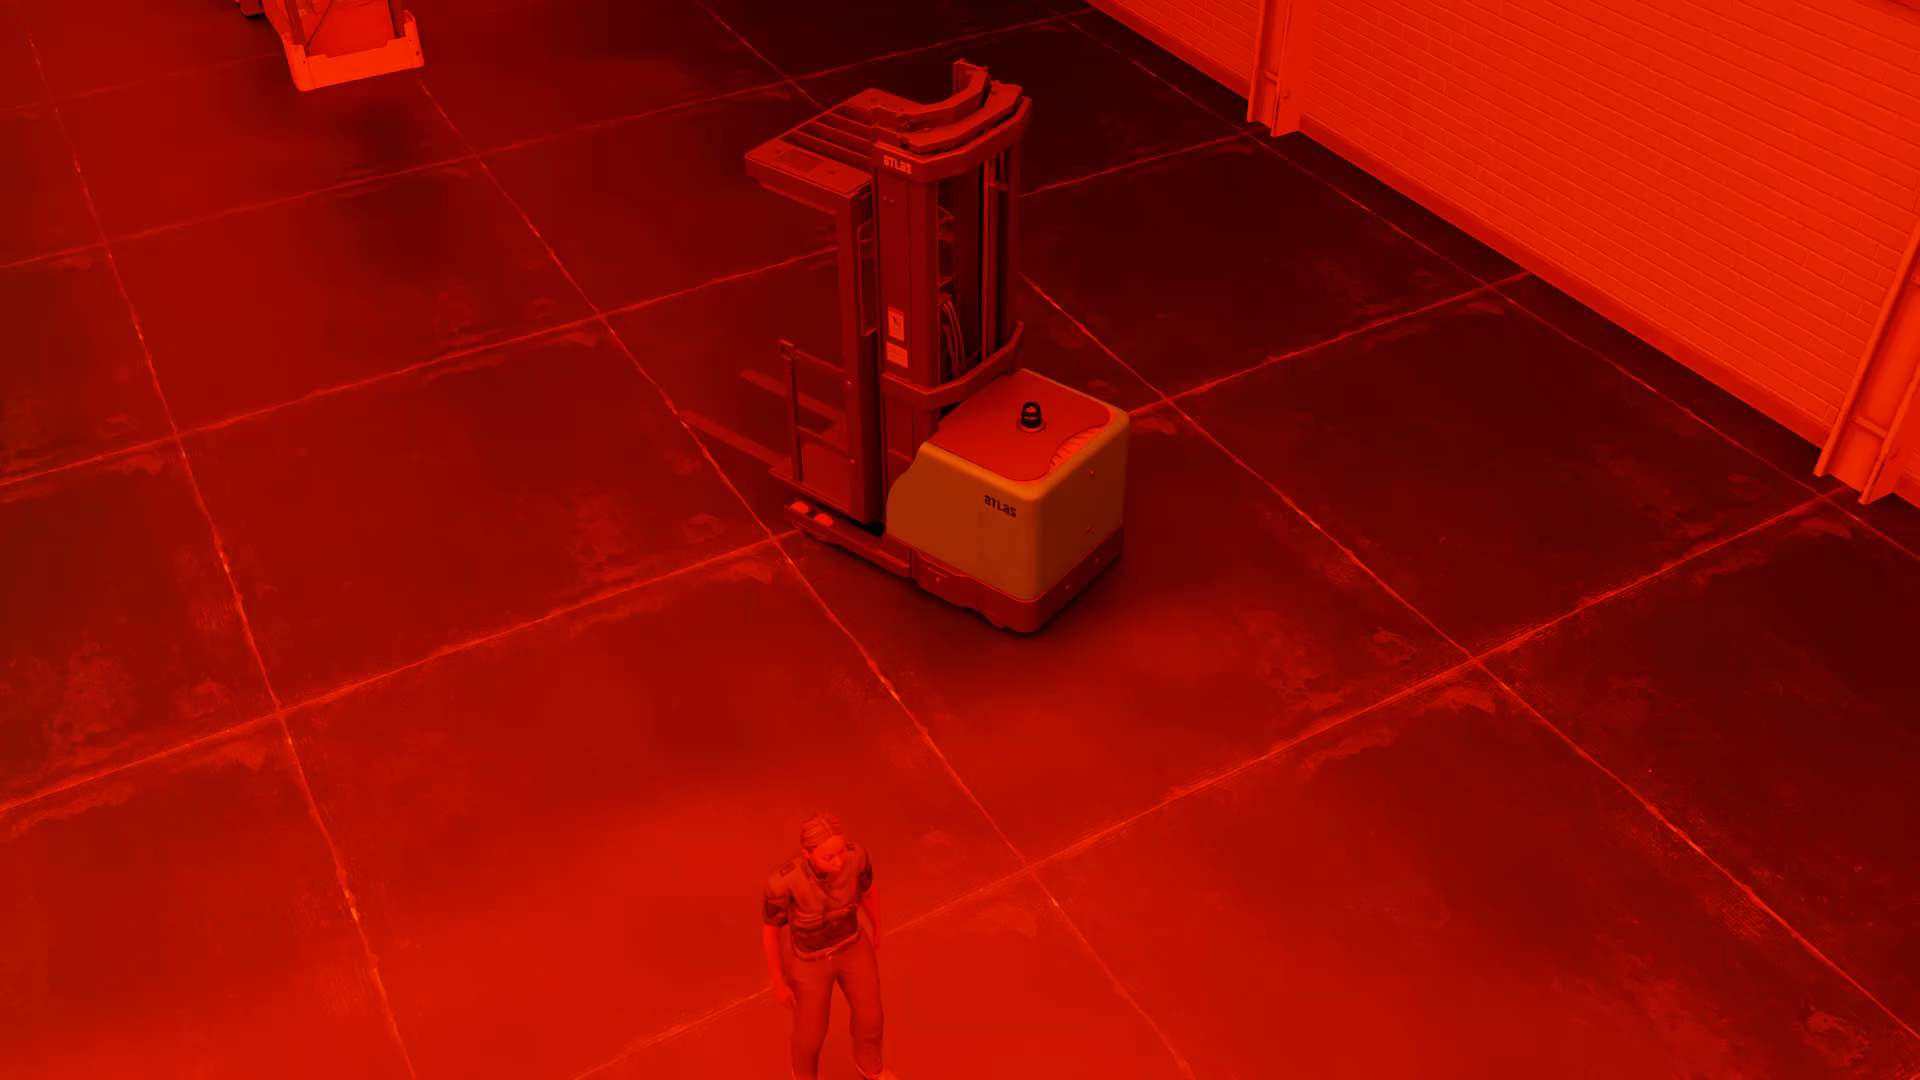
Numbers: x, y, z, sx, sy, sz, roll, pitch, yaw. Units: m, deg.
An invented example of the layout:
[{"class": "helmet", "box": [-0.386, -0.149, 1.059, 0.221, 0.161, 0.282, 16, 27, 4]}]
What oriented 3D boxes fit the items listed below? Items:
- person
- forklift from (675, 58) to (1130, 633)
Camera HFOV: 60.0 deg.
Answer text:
[{"class": "person", "box": [-0.521, 1.786, 6.909, 0.531, 1.681, 0.439, -19, 43, -22]}, {"class": "forklift", "box": [-0.481, -1.366, 9.683, 3.031, 2.935, 1.130, 26, 46, 28]}]
